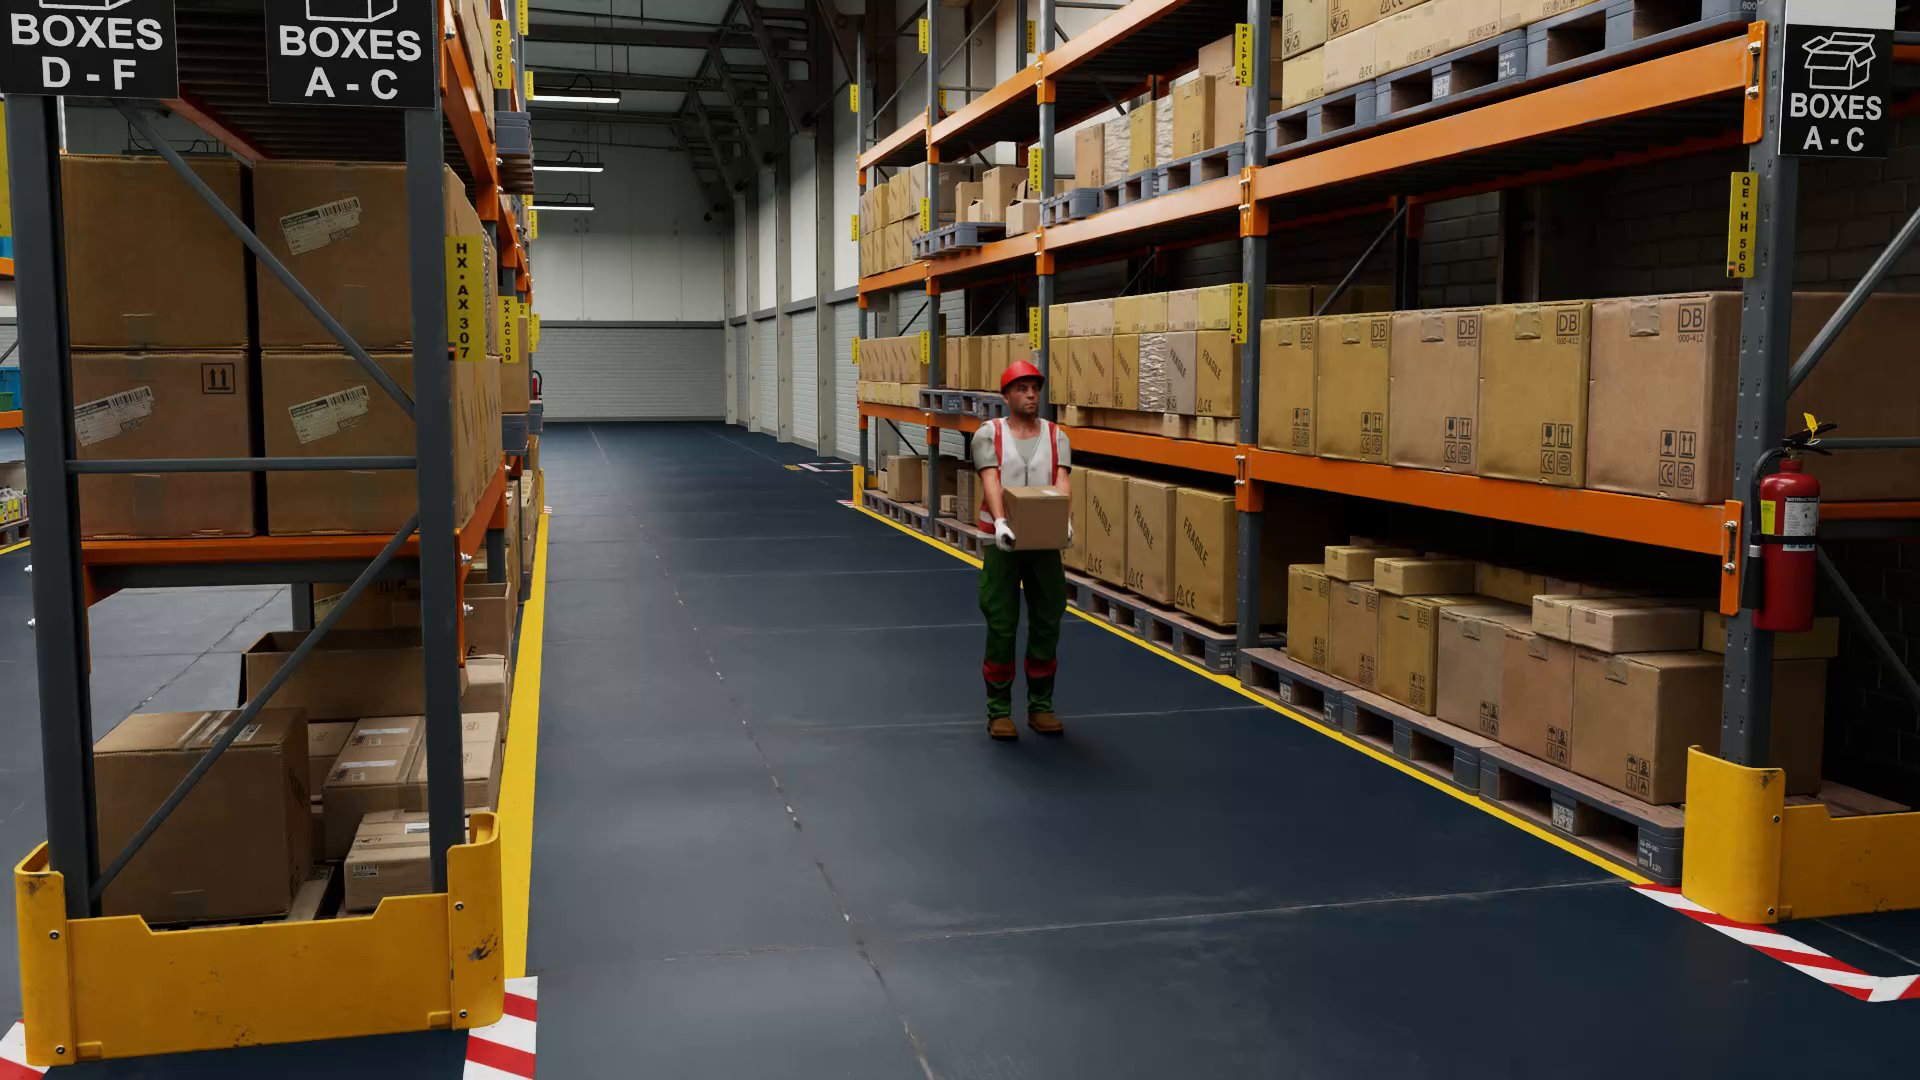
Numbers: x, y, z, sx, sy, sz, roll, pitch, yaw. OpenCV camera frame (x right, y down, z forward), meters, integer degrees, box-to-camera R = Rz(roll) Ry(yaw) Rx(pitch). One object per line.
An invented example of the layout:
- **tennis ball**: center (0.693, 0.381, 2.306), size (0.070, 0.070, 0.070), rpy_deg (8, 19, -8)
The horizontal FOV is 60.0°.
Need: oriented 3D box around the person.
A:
- **person**: center (0.324, 0.045, 7.882), size (0.493, 1.782, 0.570), rpy_deg (-1, 6, -13)
